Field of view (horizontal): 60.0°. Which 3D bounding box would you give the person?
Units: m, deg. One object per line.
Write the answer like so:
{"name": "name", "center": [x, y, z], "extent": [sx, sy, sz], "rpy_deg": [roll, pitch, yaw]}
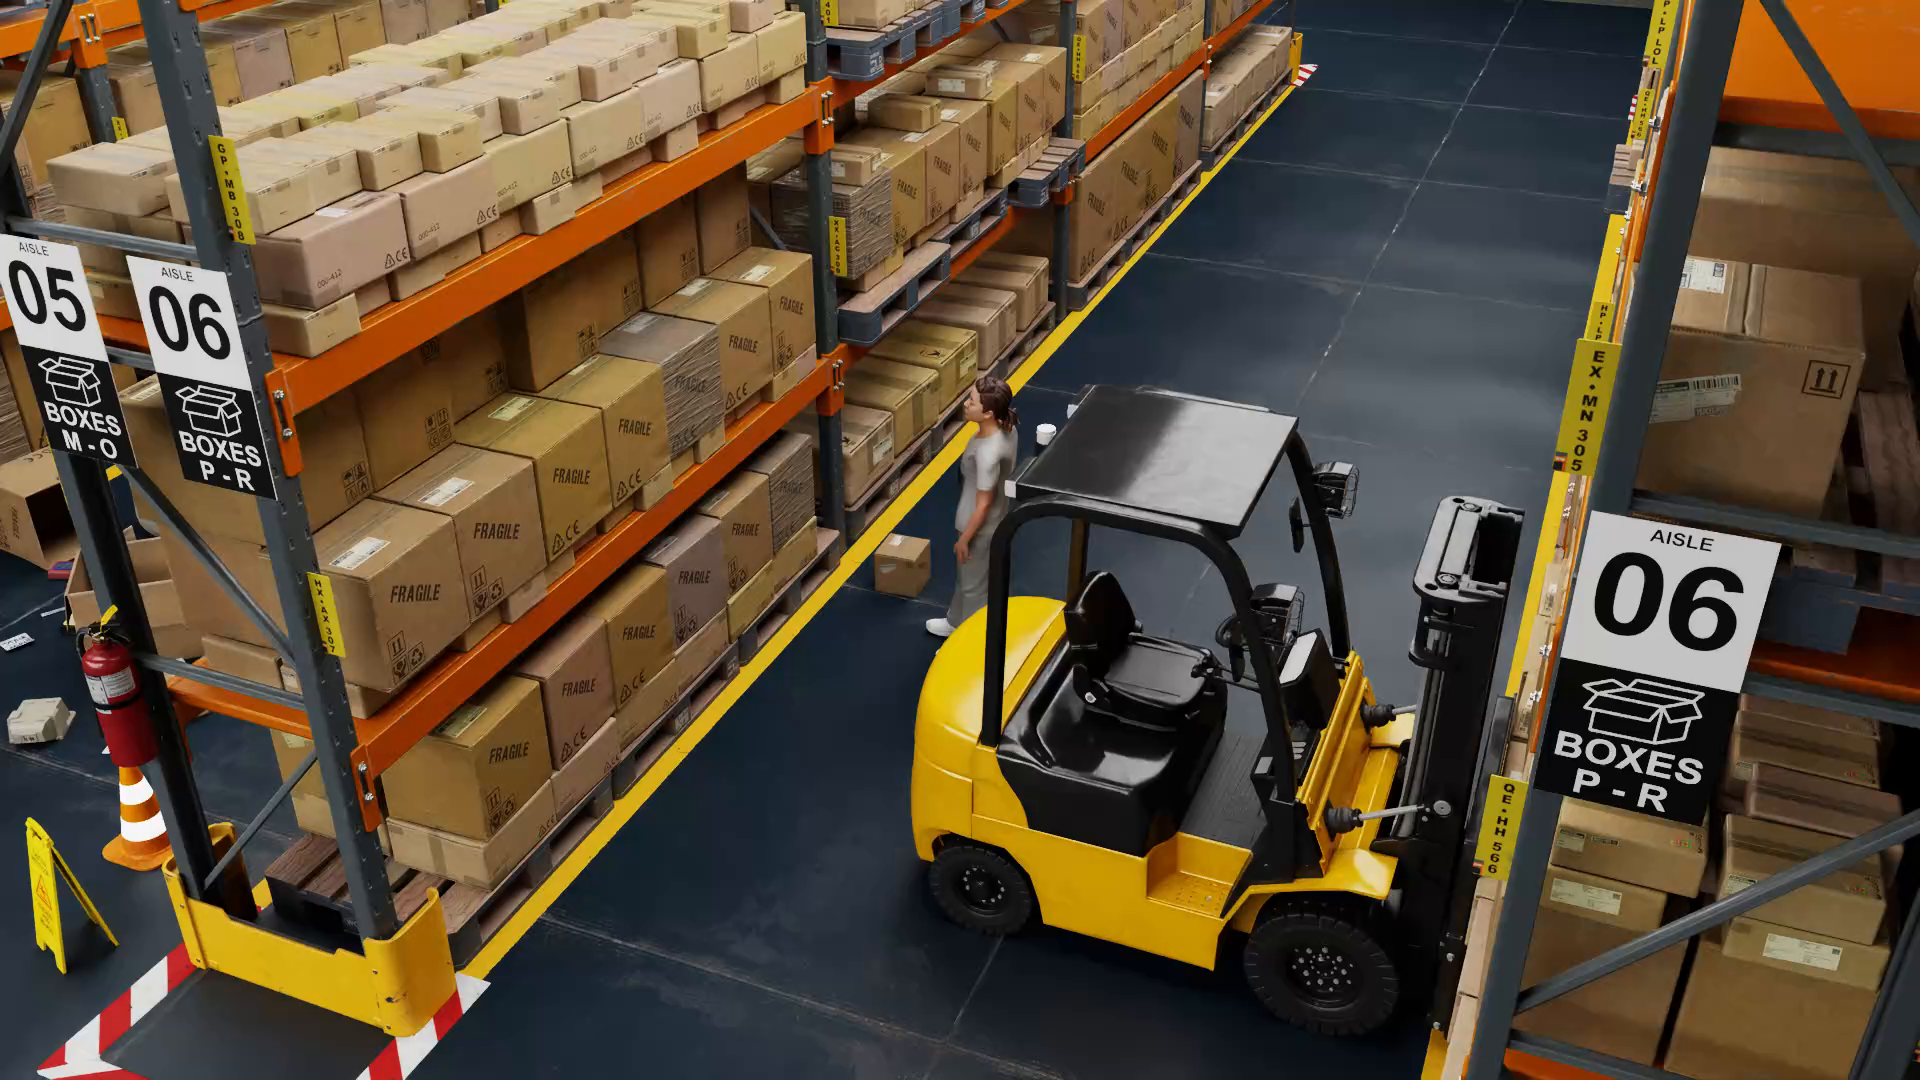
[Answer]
{"name": "person", "center": [0.039, -0.095, 8.542], "extent": [0.548, 1.672, 0.549], "rpy_deg": [5, 30, 9]}
